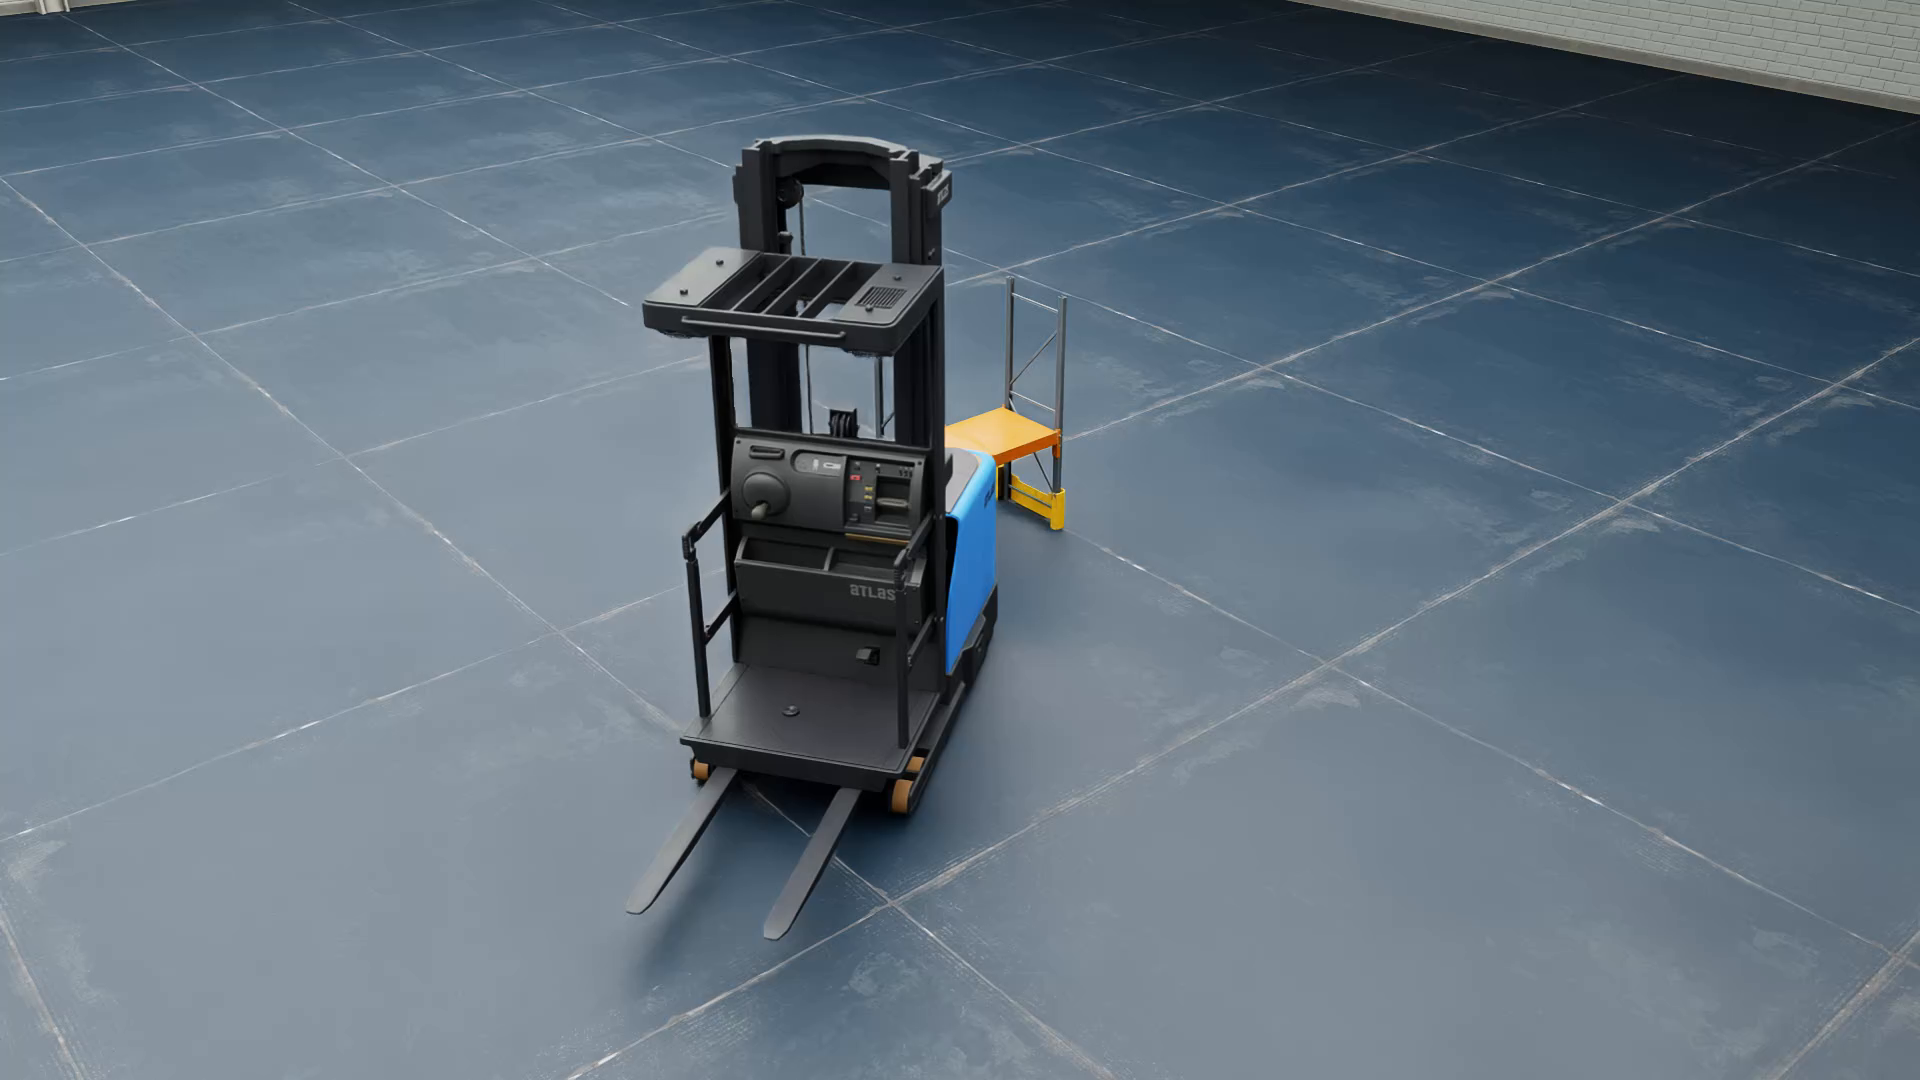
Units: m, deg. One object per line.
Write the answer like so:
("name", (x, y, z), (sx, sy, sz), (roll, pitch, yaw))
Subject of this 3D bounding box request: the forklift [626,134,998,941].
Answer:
("forklift", (-0.670, -0.204, 7.521), (1.130, 2.935, 3.031), (7, 29, 13))

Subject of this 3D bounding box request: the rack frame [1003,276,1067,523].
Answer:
("rack frame", (0.452, -0.843, 10.236), (0.032, 1.500, 0.500), (-22, 35, -35))

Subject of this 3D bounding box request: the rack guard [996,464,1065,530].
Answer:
("rack guard", (0.437, -0.286, 10.520), (0.087, 0.250, 0.587), (-22, 35, -35))

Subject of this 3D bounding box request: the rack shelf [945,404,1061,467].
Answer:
("rack shelf", (0.065, -0.529, 10.030), (1.000, 0.185, 0.538), (-22, 35, -35))

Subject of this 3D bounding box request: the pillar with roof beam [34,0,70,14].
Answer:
("pillar with roof beam", (-11.003, -10.473, 20.300), (0.400, 9.000, 9.100), (-22, 35, -35))

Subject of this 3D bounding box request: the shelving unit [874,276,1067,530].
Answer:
("shelving unit", (0.058, -0.685, 9.940), (1.083, 1.500, 0.587), (-22, 35, -35))

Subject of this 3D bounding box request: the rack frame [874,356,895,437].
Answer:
("rack frame", (-0.322, -0.532, 9.654), (0.032, 1.500, 0.500), (-22, 35, -35))
